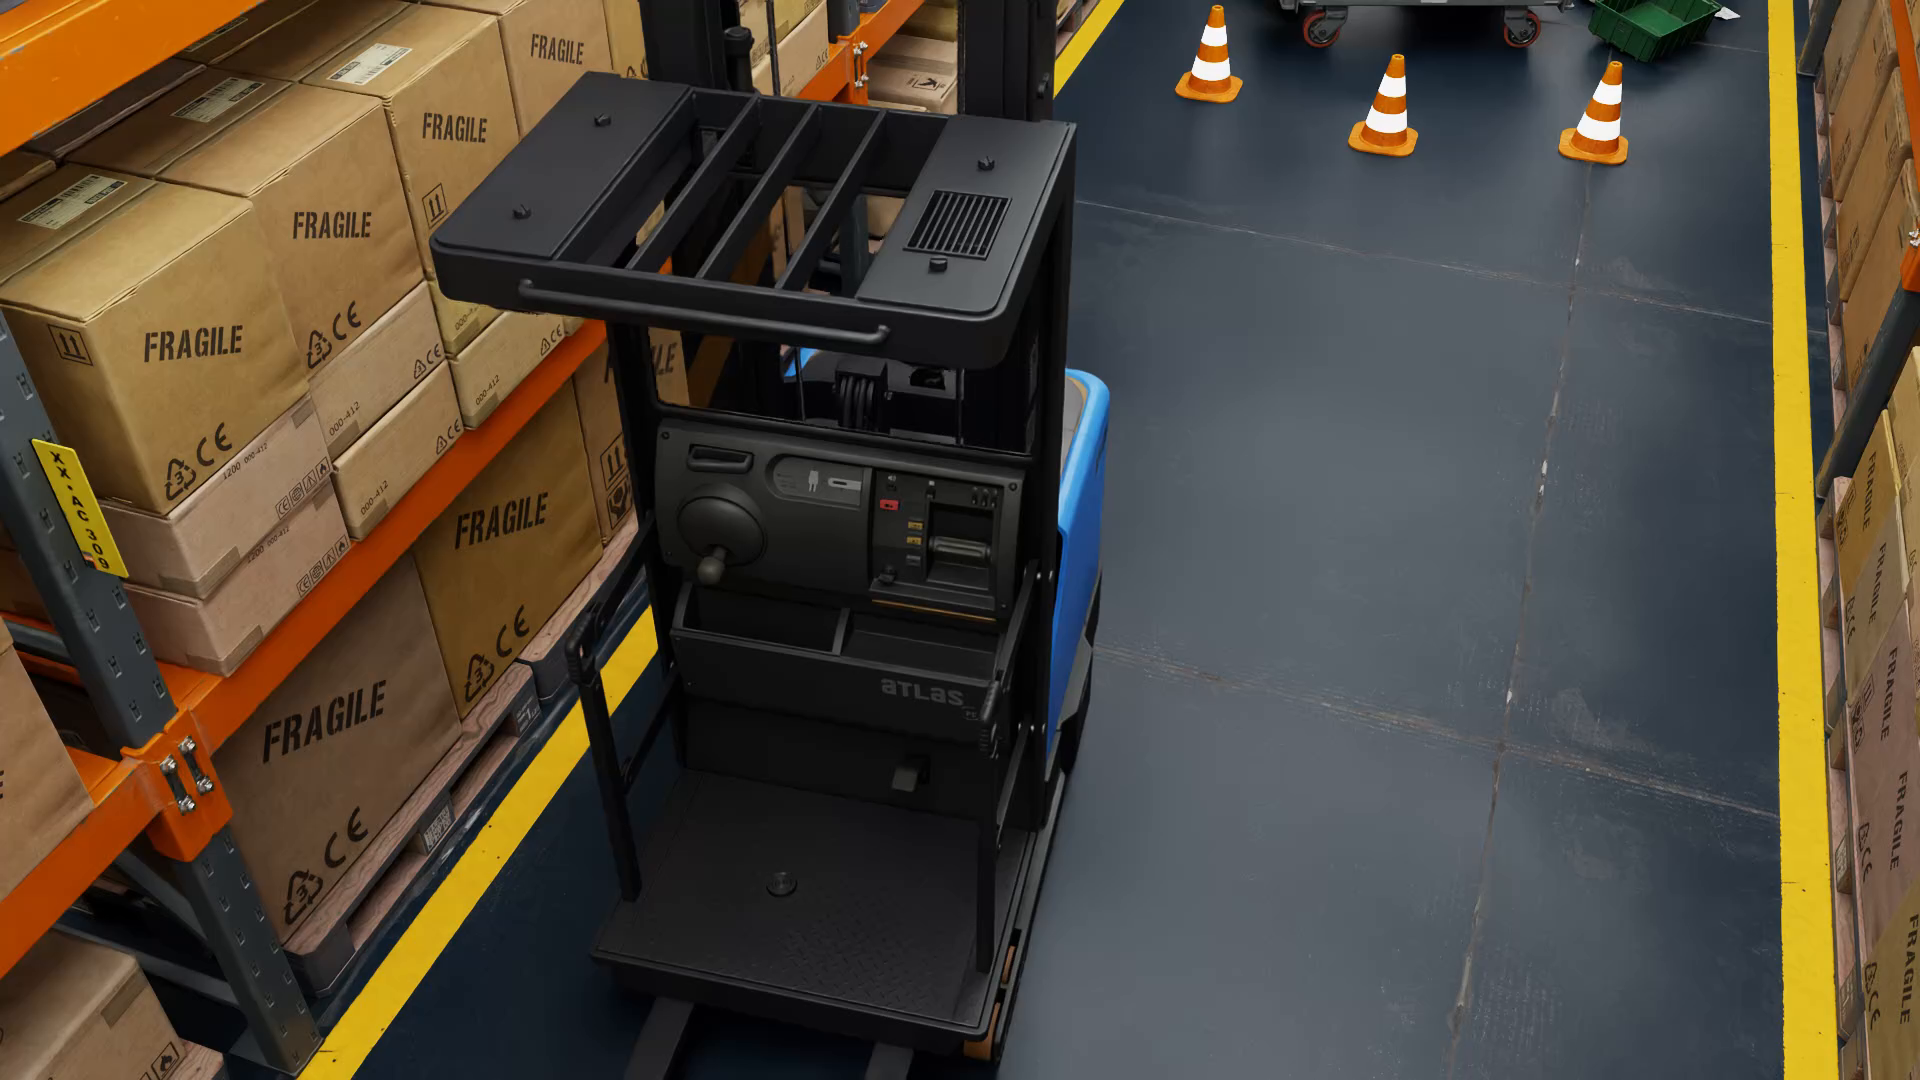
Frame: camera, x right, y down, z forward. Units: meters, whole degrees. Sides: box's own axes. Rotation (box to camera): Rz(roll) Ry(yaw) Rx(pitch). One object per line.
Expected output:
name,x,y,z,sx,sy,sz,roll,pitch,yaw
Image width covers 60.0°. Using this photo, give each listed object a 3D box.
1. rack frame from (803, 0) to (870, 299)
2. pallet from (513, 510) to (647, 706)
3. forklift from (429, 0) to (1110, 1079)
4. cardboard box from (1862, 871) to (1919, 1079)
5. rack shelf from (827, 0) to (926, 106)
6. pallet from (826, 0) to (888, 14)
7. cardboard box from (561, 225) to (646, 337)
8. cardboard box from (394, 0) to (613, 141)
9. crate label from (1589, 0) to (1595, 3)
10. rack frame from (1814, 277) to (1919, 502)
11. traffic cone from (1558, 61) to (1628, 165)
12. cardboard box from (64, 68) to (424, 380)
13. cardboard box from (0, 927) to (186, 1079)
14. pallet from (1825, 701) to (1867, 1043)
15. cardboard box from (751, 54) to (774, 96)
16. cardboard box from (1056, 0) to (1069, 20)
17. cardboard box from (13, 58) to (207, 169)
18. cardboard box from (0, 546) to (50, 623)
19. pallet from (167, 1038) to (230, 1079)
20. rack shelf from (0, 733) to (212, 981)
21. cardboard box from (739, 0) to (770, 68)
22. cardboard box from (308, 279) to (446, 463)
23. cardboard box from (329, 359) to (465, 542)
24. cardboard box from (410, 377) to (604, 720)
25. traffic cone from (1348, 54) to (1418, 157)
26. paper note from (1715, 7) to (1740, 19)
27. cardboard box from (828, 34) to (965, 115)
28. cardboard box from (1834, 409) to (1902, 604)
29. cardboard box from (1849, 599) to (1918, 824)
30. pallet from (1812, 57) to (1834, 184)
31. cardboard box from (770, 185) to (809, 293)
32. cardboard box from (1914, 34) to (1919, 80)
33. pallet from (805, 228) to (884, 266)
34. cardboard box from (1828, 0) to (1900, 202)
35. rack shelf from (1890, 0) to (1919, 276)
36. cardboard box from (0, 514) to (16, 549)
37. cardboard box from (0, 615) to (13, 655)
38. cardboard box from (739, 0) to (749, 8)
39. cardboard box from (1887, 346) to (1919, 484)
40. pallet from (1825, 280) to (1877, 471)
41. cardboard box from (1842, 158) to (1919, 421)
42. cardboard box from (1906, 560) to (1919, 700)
rack frame,-0.887,-2.261,6.589,1.000,3.000,0.127,13,42,15
pallet,-1.646,0.006,6.081,1.003,0.211,1.213,13,42,15
forklift,-0.355,0.036,3.950,1.130,2.935,3.031,9,41,10
cardboard box,2.624,1.187,4.150,0.500,0.500,0.500,12,42,14
rack shelf,-0.203,-3.207,8.252,1.077,0.370,4.000,13,42,15
pallet,-0.743,-2.646,7.188,1.213,0.211,1.003,13,42,15
cardboard box,-1.311,-0.902,5.111,0.500,0.250,0.500,13,42,14
cardboard box,-1.341,-1.383,4.712,0.500,0.500,0.500,13,42,14
crate label,3.890,-3.338,10.057,0.298,0.136,0.250,-13,42,-15
rack frame,3.800,-1.224,5.373,1.000,3.000,0.127,13,42,15
traffic cone,3.290,-2.216,8.490,0.336,0.463,0.334,13,42,15
cardboard box,-1.686,-0.761,3.983,0.500,0.500,0.500,13,42,15
cardboard box,-2.570,1.353,4.004,0.875,0.438,0.875,13,42,14
pallet,3.112,1.055,4.851,1.003,0.211,1.213,13,42,15
cardboard box,-0.976,-1.523,5.839,0.500,0.250,0.500,14,42,16
cardboard box,0.062,-3.101,9.275,0.950,0.372,0.625,16,43,18
cardboard box,-2.168,-0.885,4.129,0.500,0.500,0.500,14,42,16
cardboard box,-2.338,-0.094,4.164,0.500,0.250,0.500,12,42,14
pallet,-2.588,1.686,4.111,1.003,0.211,1.213,13,42,15
rack shelf,-2.938,1.672,2.533,1.077,0.370,4.000,13,42,15
cardboard box,-0.985,-1.729,5.695,0.500,0.250,0.500,12,42,14
cardboard box,-1.687,-0.484,4.237,0.500,0.250,0.500,14,42,16
cardboard box,-1.680,-0.290,4.394,0.500,0.250,0.500,12,42,14
cardboard box,-1.816,-0.121,5.395,0.875,0.875,0.875,14,43,16
traffic cone,2.213,-2.270,8.554,0.336,0.463,0.334,13,42,15
paper note,4.546,-3.145,9.913,0.147,0.020,0.142,-13,42,-15
cardboard box,-0.439,-2.215,8.236,0.950,0.372,0.625,13,42,14
cardboard box,3.318,-0.058,5.609,0.500,0.500,0.500,12,42,13
cardboard box,2.978,0.564,4.881,0.500,0.500,0.500,12,42,14
pallet,4.974,-2.115,8.567,1.003,0.211,1.213,13,42,15
cardboard box,-1.201,-1.210,6.670,0.875,0.875,0.875,13,42,15
cardboard box,3.873,-1.900,6.089,0.500,0.500,0.500,13,42,15
pallet,-0.618,-1.676,8.052,1.003,0.211,1.213,13,42,15
cardboard box,4.706,-1.981,7.671,1.050,0.750,0.750,13,42,15
rack shelf,4.483,-2.170,7.037,1.077,0.370,4.000,13,42,15
cardboard box,-2.332,-0.277,3.994,0.500,0.250,0.500,13,42,15
cardboard box,-2.156,0.109,2.963,0.500,0.500,0.500,13,42,15
cardboard box,-0.985,-1.991,5.425,0.500,0.500,0.500,14,42,16
cardboard box,3.336,-0.351,5.375,0.500,0.250,0.500,11,42,13
pallet,4.140,-0.627,6.823,1.003,0.211,1.213,13,42,15
cardboard box,4.092,-0.879,6.379,1.050,0.750,0.750,13,42,14
cardboard box,2.982,0.257,4.662,0.500,0.250,0.500,14,42,15
